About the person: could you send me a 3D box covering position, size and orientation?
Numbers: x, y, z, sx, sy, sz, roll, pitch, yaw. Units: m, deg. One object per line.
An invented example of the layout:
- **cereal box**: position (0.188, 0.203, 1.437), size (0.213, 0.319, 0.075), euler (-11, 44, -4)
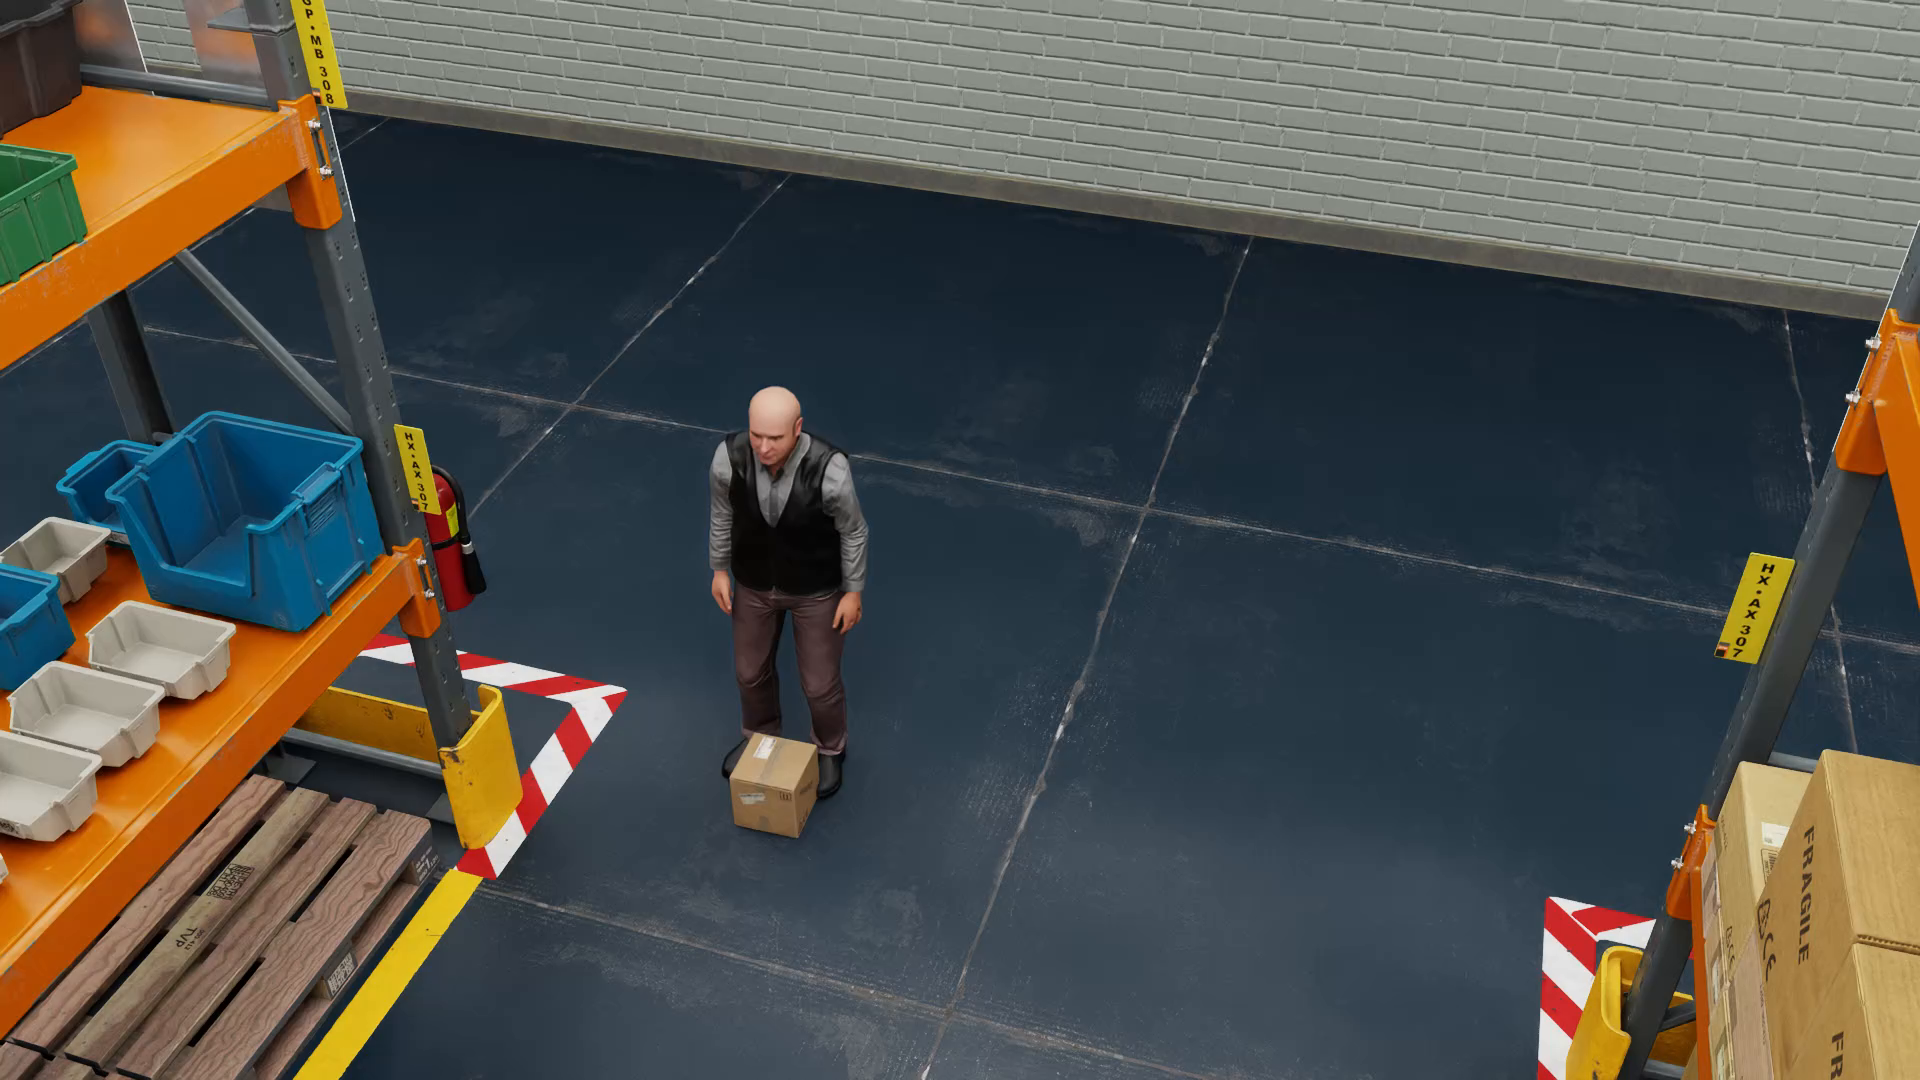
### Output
- **person**: position (-0.607, 0.158, 5.960), size (0.578, 1.719, 0.420), euler (9, 38, 12)
